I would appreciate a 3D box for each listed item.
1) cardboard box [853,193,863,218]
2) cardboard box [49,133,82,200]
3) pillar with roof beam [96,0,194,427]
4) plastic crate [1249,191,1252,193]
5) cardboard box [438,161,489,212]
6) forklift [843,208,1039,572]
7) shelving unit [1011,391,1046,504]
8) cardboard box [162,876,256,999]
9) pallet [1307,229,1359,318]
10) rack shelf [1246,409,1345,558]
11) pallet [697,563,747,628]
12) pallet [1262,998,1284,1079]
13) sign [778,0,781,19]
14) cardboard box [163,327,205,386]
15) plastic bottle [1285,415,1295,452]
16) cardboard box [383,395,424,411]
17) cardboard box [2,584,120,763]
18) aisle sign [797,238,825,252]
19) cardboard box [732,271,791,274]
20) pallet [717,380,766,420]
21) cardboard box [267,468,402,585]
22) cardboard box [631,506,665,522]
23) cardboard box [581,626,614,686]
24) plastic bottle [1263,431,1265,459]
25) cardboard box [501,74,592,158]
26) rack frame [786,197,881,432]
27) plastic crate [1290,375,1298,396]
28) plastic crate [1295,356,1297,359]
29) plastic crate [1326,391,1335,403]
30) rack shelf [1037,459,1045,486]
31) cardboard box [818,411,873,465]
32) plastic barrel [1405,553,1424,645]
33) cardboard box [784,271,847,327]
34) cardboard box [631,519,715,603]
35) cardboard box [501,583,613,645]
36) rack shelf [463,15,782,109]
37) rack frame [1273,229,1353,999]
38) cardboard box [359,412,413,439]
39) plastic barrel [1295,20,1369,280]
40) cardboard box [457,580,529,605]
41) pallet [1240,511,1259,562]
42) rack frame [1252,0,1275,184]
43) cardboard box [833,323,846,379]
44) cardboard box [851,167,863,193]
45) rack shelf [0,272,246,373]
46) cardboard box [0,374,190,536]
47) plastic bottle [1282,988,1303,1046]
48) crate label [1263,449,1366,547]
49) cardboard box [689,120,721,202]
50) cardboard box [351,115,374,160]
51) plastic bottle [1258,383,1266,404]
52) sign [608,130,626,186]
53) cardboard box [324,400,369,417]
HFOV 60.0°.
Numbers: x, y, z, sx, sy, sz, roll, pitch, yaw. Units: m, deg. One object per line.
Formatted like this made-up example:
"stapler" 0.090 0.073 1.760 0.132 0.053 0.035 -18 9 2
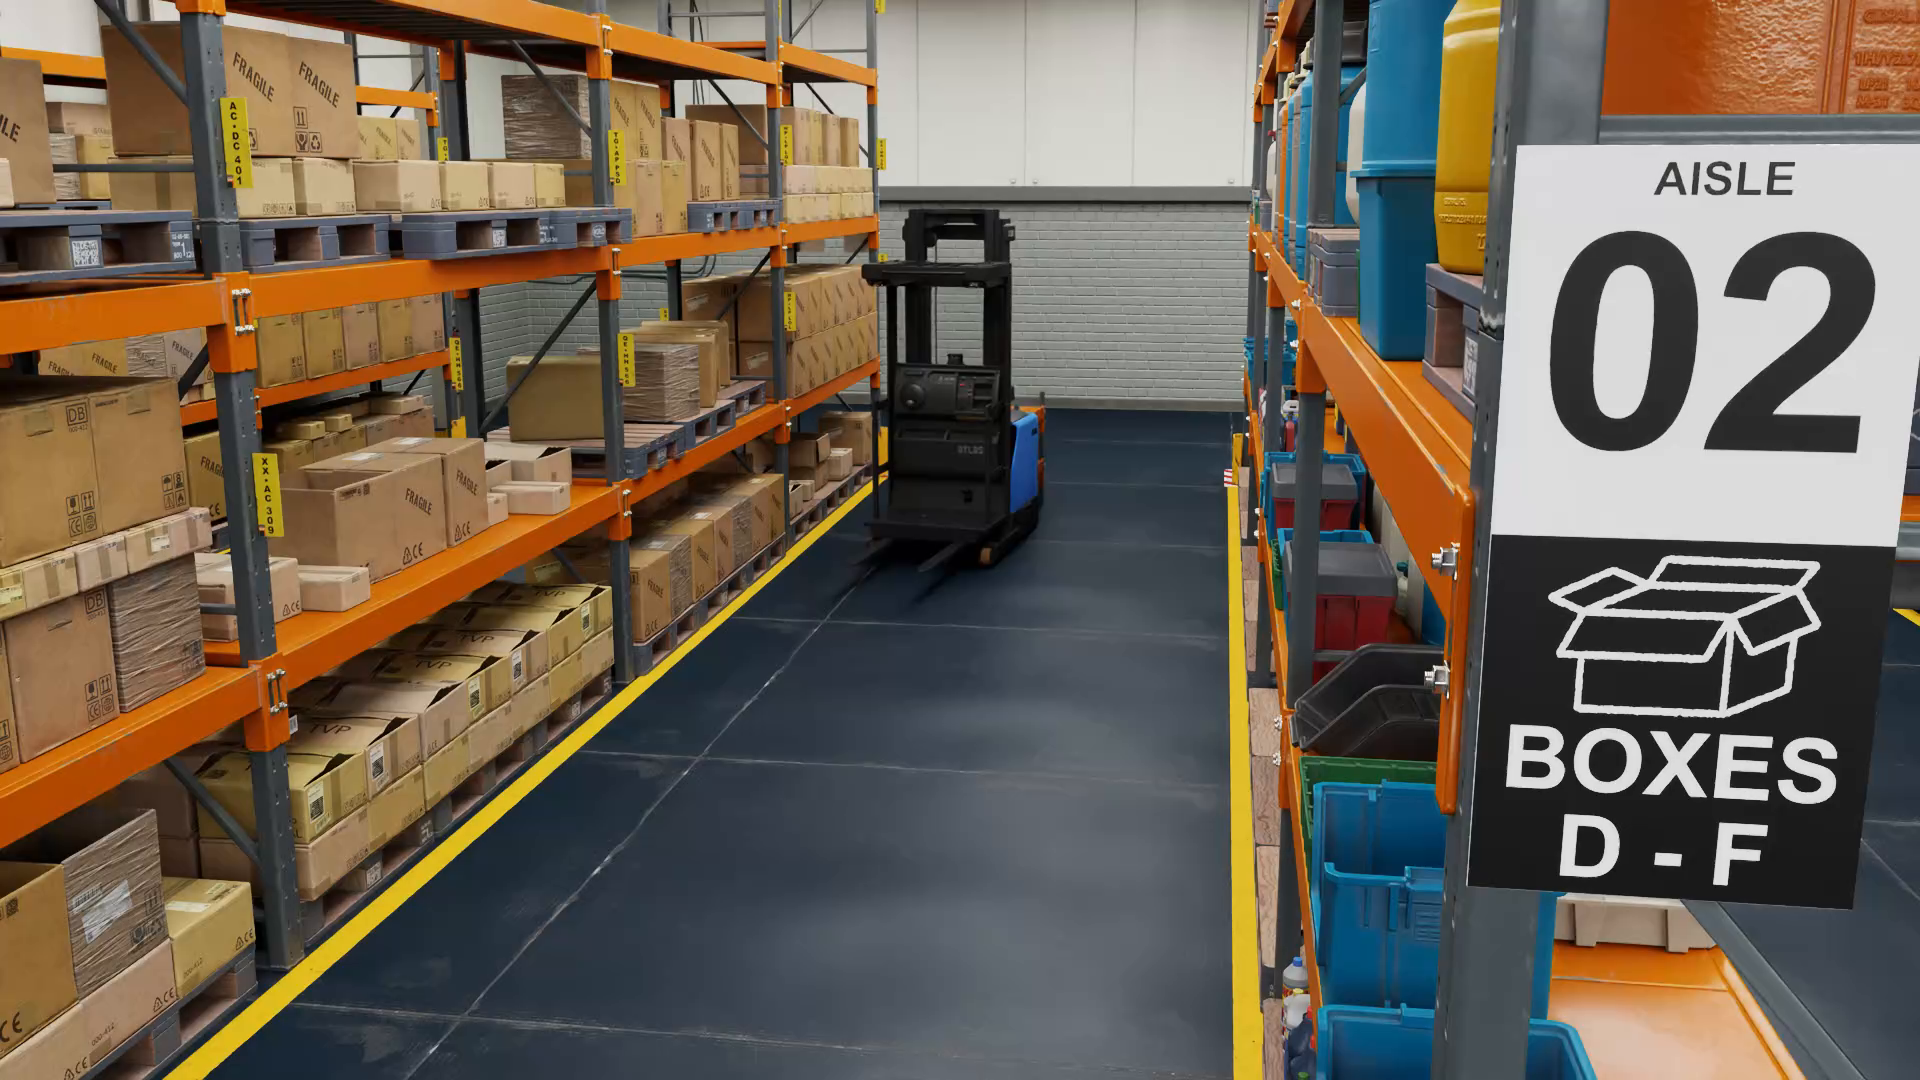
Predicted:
"cardboard box" -1.286 -3.401 16.890 0.500 0.250 0.500 2 12 9
"cardboard box" -7.297 -2.885 12.856 0.700 0.500 0.500 2 12 9
"pillar with roof beam" -3.384 -4.521 14.611 9.100 9.000 0.400 2 12 9
"plastic crate" 3.179 -3.397 16.826 0.497 0.269 0.590 2 12 9
"cardboard box" -2.787 -1.835 8.628 0.500 0.250 0.500 2 12 8
"forklift" -0.168 -1.300 14.068 1.130 2.935 3.031 4 13 16
"shelving unit" 0.454 -0.830 16.176 0.538 1.125 1.048 4 13 16
"cardboard box" -3.081 1.513 6.380 0.500 0.250 0.500 2 12 9
"pallet" 1.654 -0.788 4.860 1.213 0.211 1.003 2 12 9
"rack shelf" 2.591 -0.465 11.739 1.077 0.370 4.000 2 12 9
"pallet" -2.268 0.394 12.664 1.003 0.211 1.213 2 12 9
"pallet" 1.524 1.934 5.519 1.003 0.211 1.213 2 12 9
"sign" -1.916 -5.673 17.550 0.100 0.325 0.005 2 12 9
"cardboard box" -6.781 -1.547 14.062 0.500 0.500 0.500 2 12 9
"plastic bottle" 2.271 -0.713 11.459 0.061 0.283 0.133 2 12 9
"cardboard box" -6.124 -1.506 18.256 0.380 0.149 0.250 2 12 8
"cardboard box" -3.362 0.425 5.665 0.700 0.500 0.500 2 12 8
"aisle sign" -1.660 -3.522 18.043 0.394 0.787 0.004 2 12 9
"cardboard box" -1.941 -2.362 16.223 0.500 0.500 0.500 2 12 8
"pallet" -2.226 -1.138 13.608 1.003 0.211 1.213 2 12 9
"cardboard box" -3.010 -0.047 7.854 0.500 0.500 0.500 3 12 13
"cardboard box" -2.544 0.026 12.643 0.500 0.500 0.500 1 12 7
"cardboard box" -2.450 0.695 10.180 0.500 0.250 0.500 2 12 10
"plastic bottle" 2.100 -0.679 11.302 0.061 0.283 0.133 2 12 9
"cardboard box" -2.537 -2.656 10.468 0.500 0.500 0.500 2 12 9
"rack frame" -1.380 -2.227 18.207 1.000 3.000 0.127 2 12 9
"plastic crate" 2.805 -1.370 14.739 0.437 0.125 0.590 2 12 9
"plastic crate" 3.508 -1.731 16.387 0.396 0.136 0.243 2 12 9
"plastic crate" 3.111 -1.226 14.044 0.396 0.136 0.243 2 12 9
"rack shelf" 0.454 -0.591 16.228 0.538 0.278 1.000 4 13 16
"cardboard box" -1.220 -1.099 17.862 0.500 0.500 0.500 2 12 9
"plastic barrel" 2.032 0.174 6.744 0.433 0.535 0.433 0 12 0
"cardboard box" -1.408 -2.343 16.134 0.500 0.500 0.500 2 12 10
"cardboard box" -2.101 0.146 12.084 0.500 0.500 0.500 2 12 8
"cardboard box" -2.448 0.420 10.123 0.500 0.311 0.500 2 12 10
"rack shelf" -2.303 -3.363 11.897 1.077 0.370 4.000 2 12 9
"rack frame" 1.668 0.432 5.868 1.000 3.000 0.127 2 12 9
"cardboard box" -6.361 -1.117 17.993 0.700 0.500 0.500 2 12 8
"plastic barrel" 1.532 -1.392 6.023 0.600 0.901 0.708 2 12 9
"cardboard box" -2.981 0.403 10.204 0.500 0.311 0.500 2 12 11
"pallet" 2.973 -0.024 14.605 1.003 0.211 1.213 2 12 9
"rack frame" 3.514 -4.998 16.827 1.000 3.000 0.127 2 12 9
"cardboard box" -1.416 -1.857 16.253 0.500 0.500 0.500 2 12 8
"cardboard box" -1.284 -3.645 16.836 0.500 0.250 0.500 2 12 9
"rack shelf" -3.533 -0.427 4.444 1.077 0.370 4.000 2 12 9
"cardboard box" -3.288 -0.319 6.039 0.700 0.500 0.500 2 12 9
"plastic bottle" 1.170 1.658 5.776 0.097 0.201 0.097 0 12 0
"crate label" 1.863 -0.220 8.808 0.502 0.435 0.616 2 12 9
"cardboard box" -2.226 -2.921 12.837 0.600 0.600 0.600 2 12 8
"cardboard box" -6.278 -4.027 16.779 0.500 0.500 0.500 1 12 6
"plastic bottle" 2.421 -1.114 13.317 0.061 0.283 0.133 2 12 9
"sign" -2.063 -2.300 10.009 0.100 0.325 0.005 2 12 9
"cardboard box" -6.579 -1.413 17.827 0.380 0.149 0.250 2 12 9
